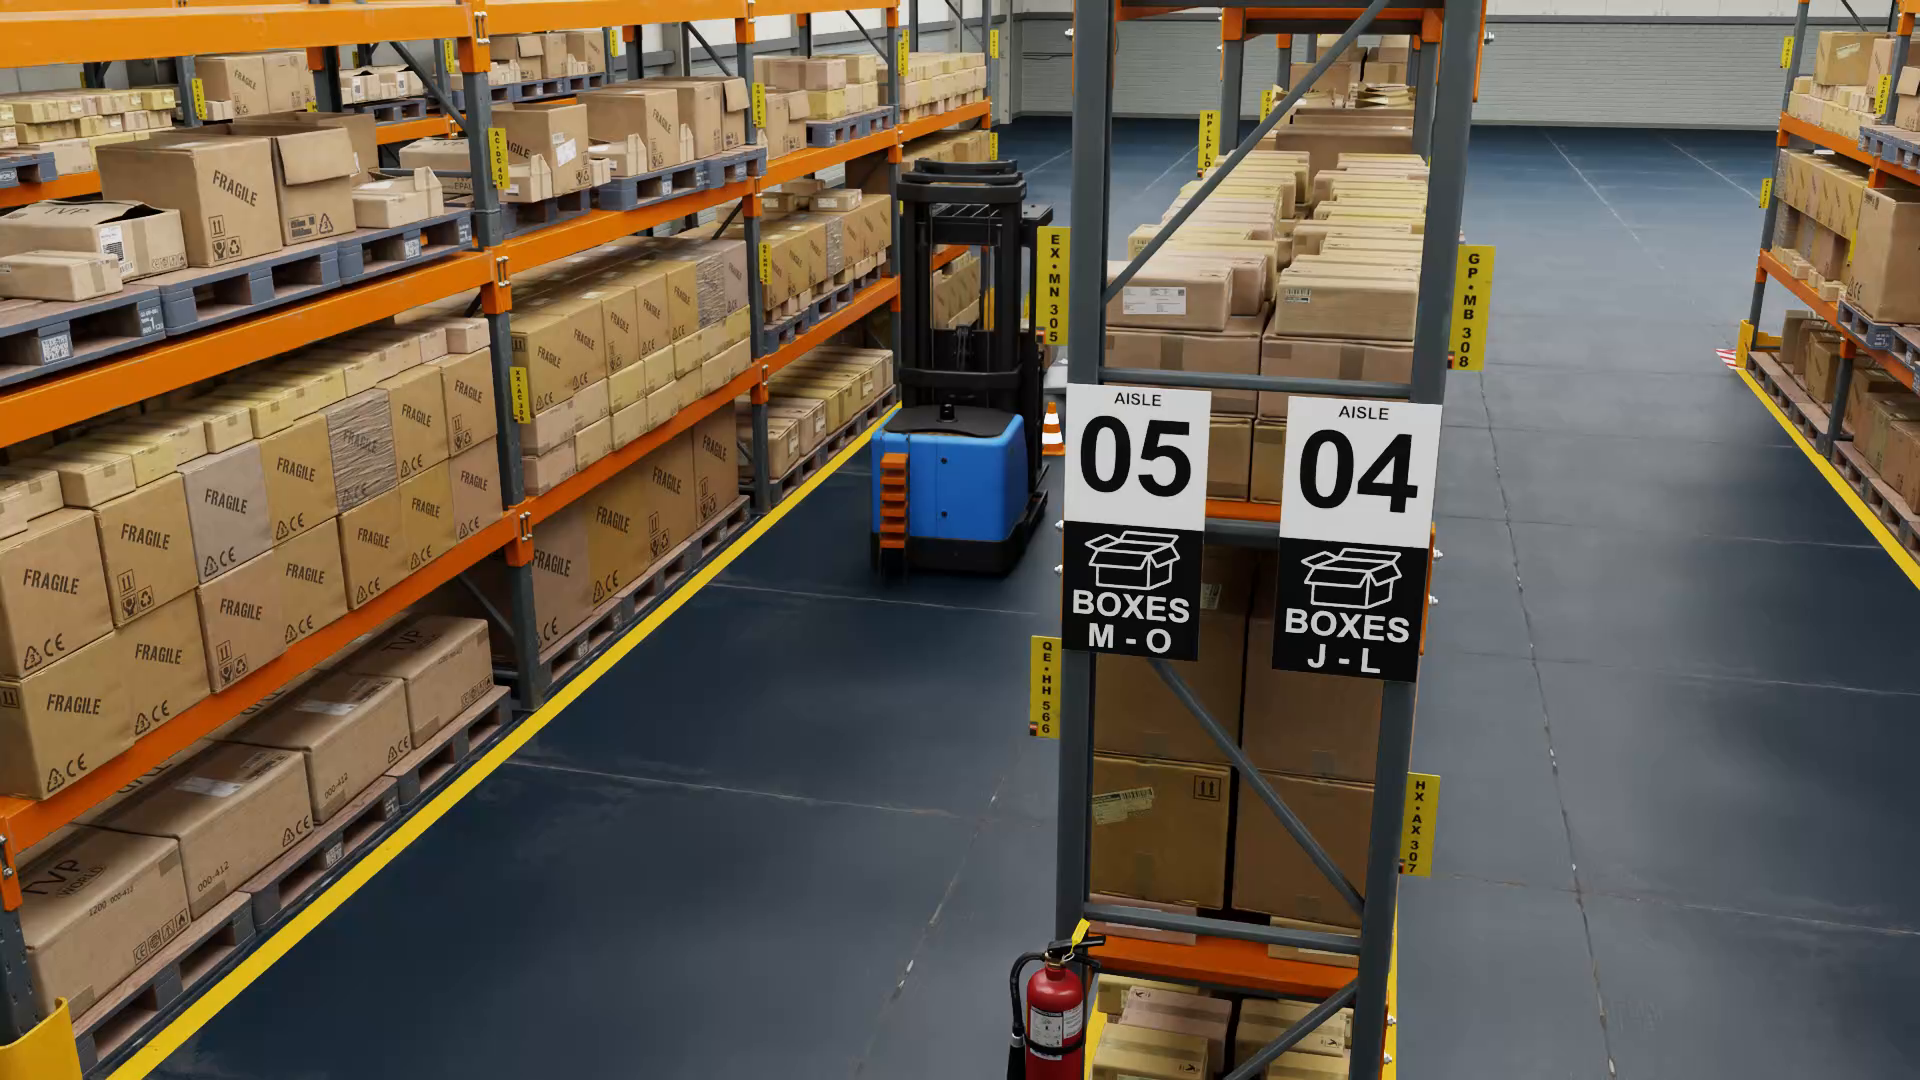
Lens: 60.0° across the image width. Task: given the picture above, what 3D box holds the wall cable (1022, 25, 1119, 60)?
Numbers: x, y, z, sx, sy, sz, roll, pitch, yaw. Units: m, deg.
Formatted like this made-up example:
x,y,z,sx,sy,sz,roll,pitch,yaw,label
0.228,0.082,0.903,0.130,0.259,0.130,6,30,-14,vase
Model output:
x,y,z,sx,sy,sz,roll,pitch,yaw,label
3.351,-16.020,50.971,3.097,2.526,0.112,5,19,13,wall cable

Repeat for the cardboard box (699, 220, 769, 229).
x,y,z,sx,sy,sz,roll,pitch,yaw,label
-1.997,-2.549,14.746,0.500,0.500,0.500,3,19,10,cardboard box

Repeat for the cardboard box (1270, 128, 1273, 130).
x,y,z,sx,sy,sz,roll,pitch,yaw,label
2.235,-2.469,10.981,0.500,0.500,0.500,5,19,13,cardboard box

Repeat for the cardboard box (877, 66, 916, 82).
x,y,z,sx,sy,sz,roll,pitch,yaw,label
-0.671,-4.765,17.013,0.380,0.149,0.250,5,20,15,cardboard box

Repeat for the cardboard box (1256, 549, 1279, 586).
x,y,z,sx,sy,sz,roll,pitch,yaw,label
1.277,0.250,5.653,0.500,0.500,0.500,5,20,15,cardboard box

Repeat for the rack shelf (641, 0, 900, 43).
x,y,z,sx,sy,sz,roll,pitch,yaw,label
-1.588,-4.613,14.503,1.077,0.370,4.000,5,19,13,rack shelf

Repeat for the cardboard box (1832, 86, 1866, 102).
x,y,z,sx,sy,sz,roll,pitch,yaw,label
8.829,-4.384,16.357,0.380,0.149,0.250,4,19,13,cardboard box

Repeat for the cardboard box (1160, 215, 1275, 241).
x,y,z,sx,sy,sz,roll,pitch,yaw,label
0.887,-1.028,5.756,0.380,0.149,0.250,4,19,12,cardboard box

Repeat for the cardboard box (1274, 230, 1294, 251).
x,y,z,sx,sy,sz,roll,pitch,yaw,label
1.045,-1.038,6.403,0.500,0.250,0.500,4,19,11,cardboard box

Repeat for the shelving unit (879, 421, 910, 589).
x,y,z,sx,sy,sz,roll,pitch,yaw,label
-0.473,-0.250,12.058,0.189,1.200,0.258,3,19,4,shelving unit

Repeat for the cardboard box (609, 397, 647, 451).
x,y,z,sx,sy,sz,roll,pitch,yaw,label
-2.425,-0.791,11.095,0.500,0.250,0.500,4,19,13,cardboard box

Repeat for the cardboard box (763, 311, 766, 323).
x,y,z,sx,sy,sz,roll,pitch,yaw,label
-1.817,-1.844,13.685,0.380,0.149,0.250,4,19,10,cardboard box

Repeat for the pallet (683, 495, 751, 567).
x,y,z,sx,sy,sz,roll,pitch,yaw,label
-2.343,-0.116,13.201,1.003,0.211,1.213,5,19,13,pallet

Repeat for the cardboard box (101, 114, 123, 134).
x,y,z,sx,sy,sz,roll,pitch,yaw,label
-6.915,-3.315,13.226,0.380,0.149,0.250,5,20,15,cardboard box

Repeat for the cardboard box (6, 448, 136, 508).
x,y,z,sx,sy,sz,roll,pitch,yaw,label
-3.507,-0.247,6.564,0.380,0.149,0.250,5,20,15,cardboard box

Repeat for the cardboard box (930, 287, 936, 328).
x,y,z,sx,sy,sz,roll,pitch,yaw,label
-0.574,-2.515,18.356,0.500,0.500,0.500,5,20,16,cardboard box

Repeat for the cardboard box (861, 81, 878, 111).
x,y,z,sx,sy,sz,roll,pitch,yaw,label
-1.102,-4.283,16.029,0.500,0.250,0.500,4,19,12,cardboard box

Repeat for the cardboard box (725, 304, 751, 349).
x,y,z,sx,sy,sz,roll,pitch,yaw,label
-1.949,-1.671,12.897,0.500,0.250,0.500,5,19,13,cardboard box

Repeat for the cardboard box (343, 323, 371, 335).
x,y,z,sx,sy,sz,roll,pitch,yaw,label
-3.430,-1.091,9.035,0.380,0.149,0.250,5,19,14,cardboard box

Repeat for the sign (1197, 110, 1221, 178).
x,y,z,sx,sy,sz,roll,pitch,yaw,label
1.232,-1.957,8.227,0.100,0.325,0.005,5,19,13,sign

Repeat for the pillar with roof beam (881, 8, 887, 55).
x,y,z,sx,sy,sz,roll,pitch,yaw,label
2.592,-12.569,36.064,9.100,9.000,0.400,5,19,13,pillar with roof beam

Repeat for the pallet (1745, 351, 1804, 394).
x,y,z,sx,sy,sz,roll,pitch,yaw,label
9.236,-1.807,18.150,1.003,0.211,1.213,5,19,13,pallet

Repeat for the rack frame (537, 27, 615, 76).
x,y,z,sx,sy,sz,roll,pitch,yaw,label
-4.936,-7.414,20.972,1.000,3.000,0.127,5,19,13,rack frame

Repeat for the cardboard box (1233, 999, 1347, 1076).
x,y,z,sx,sy,sz,roll,pitch,yaw,label
1.201,1.825,6.044,0.380,0.149,0.250,5,19,14,cardboard box

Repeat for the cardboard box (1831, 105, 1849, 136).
x,y,z,sx,sy,sz,roll,pitch,yaw,label
8.625,-3.983,15.800,0.500,0.250,0.500,5,19,13,cardboard box

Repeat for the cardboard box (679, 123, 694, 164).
x,y,z,sx,sy,sz,roll,pitch,yaw,label
-2.074,-2.772,11.581,0.396,0.266,0.258,4,19,12,cardboard box

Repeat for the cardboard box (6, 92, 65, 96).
x,y,z,sx,sy,sz,roll,pitch,yaw,label
-7.398,-3.498,13.302,0.380,0.149,0.250,5,19,13,cardboard box

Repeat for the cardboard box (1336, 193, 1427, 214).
x,y,z,sx,sy,sz,roll,pitch,yaw,label
1.626,-1.230,6.348,0.380,0.149,0.250,4,19,12,cardboard box

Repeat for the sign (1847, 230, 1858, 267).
x,y,z,sx,sy,sz,roll,pitch,yaw,label
7.982,-2.598,14.814,0.100,0.325,0.005,5,19,13,sign

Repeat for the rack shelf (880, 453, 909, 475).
x,y,z,sx,sy,sz,roll,pitch,yaw,label
-0.468,-0.548,11.955,0.180,0.103,0.258,3,19,4,rack shelf

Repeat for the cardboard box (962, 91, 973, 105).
x,y,z,sx,sy,sz,roll,pitch,yaw,label
-0.065,-5.190,19.490,0.380,0.149,0.250,5,20,15,cardboard box

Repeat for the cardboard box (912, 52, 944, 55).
x,y,z,sx,sy,sz,roll,pitch,yaw,label
-0.407,-5.767,19.946,0.380,0.149,0.250,5,19,13,cardboard box

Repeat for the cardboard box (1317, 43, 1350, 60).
x,y,z,sx,sy,sz,roll,pitch,yaw,label
3.567,-4.715,16.060,0.380,0.149,0.250,5,19,13,cardboard box

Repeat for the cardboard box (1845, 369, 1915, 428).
x,y,z,sx,sy,sz,roll,pitch,yaw,label
8.647,-1.286,15.530,0.500,0.500,0.500,4,19,12,cardboard box

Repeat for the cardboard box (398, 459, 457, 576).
x,y,z,sx,sy,sz,roll,pitch,yaw,label
-3.040,-0.143,8.812,0.500,0.500,0.500,4,19,12,cardboard box

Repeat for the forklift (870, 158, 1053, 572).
x,y,z,sx,sy,sz,roll,pitch,yaw,label
0.125,-1.587,13.298,1.130,2.935,3.031,4,19,11,forklift

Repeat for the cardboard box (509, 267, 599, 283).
x,y,z,sx,sy,sz,roll,pitch,yaw,label
-2.814,-1.587,11.492,0.500,0.500,0.500,5,19,14,cardboard box

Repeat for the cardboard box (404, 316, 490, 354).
x,y,z,sx,sy,sz,roll,pitch,yaw,label
-2.821,-1.129,9.147,0.380,0.149,0.250,4,19,12,cardboard box

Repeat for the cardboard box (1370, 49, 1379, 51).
x,y,z,sx,sy,sz,roll,pitch,yaw,label
4.731,-5.228,18.181,0.500,0.250,0.500,5,19,13,cardboard box

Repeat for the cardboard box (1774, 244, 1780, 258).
x,y,z,sx,sy,sz,roll,pitch,yaw,label
9.107,-3.136,18.116,0.380,0.149,0.250,5,19,13,cardboard box

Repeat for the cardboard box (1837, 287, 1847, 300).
x,y,z,sx,sy,sz,roll,pitch,yaw,label
8.467,-2.271,15.585,0.380,0.149,0.250,5,19,13,cardboard box

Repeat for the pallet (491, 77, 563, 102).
x,y,z,sx,sy,sz,roll,pitch,yaw,label
-5.430,-5.350,19.706,1.003,0.211,1.213,5,19,13,pallet

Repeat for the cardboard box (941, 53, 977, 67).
x,y,z,sx,sy,sz,roll,pitch,yaw,label
-0.019,-5.655,19.618,0.380,0.149,0.250,5,19,14,cardboard box

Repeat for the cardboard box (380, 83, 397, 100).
x,y,z,sx,sy,sz,roll,pitch,yaw,label
-5.888,-4.500,16.664,0.380,0.149,0.250,5,19,13,cardboard box

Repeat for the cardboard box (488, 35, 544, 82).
x,y,z,sx,sy,sz,roll,pitch,yaw,label
-5.335,-5.638,19.449,0.797,0.503,0.637,5,20,15,cardboard box

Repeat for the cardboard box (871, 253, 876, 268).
x,y,z,sx,sy,sz,roll,pitch,yaw,label
-1.039,-2.746,16.326,0.380,0.149,0.250,4,19,12,cardboard box

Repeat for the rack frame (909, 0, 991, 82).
x,y,z,sx,sy,sz,roll,pitch,yaw,label
-0.122,-7.023,19.828,1.000,3.000,0.127,5,19,13,rack frame

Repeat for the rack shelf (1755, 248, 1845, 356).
x,y,z,sx,sy,sz,roll,pitch,yaw,label
8.999,-2.435,16.788,1.077,0.370,4.000,5,19,13,rack shelf

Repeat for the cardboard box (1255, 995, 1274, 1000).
x,y,z,sx,sy,sz,roll,pitch,yaw,label
1.409,1.875,6.817,0.380,0.149,0.250,5,19,14,cardboard box

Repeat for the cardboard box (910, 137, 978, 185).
x,y,z,sx,sy,sz,roll,pitch,yaw,label
-0.191,-4.342,19.098,0.700,0.500,0.500,4,19,13,cardboard box

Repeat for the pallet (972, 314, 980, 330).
x,y,z,sx,sy,sz,roll,pitch,yaw,label
-0.374,-2.589,20.442,1.003,0.211,1.213,5,19,13,pallet

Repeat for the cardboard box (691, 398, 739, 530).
x,y,z,sx,sy,sz,roll,pitch,yaw,label
-2.326,-0.660,13.118,0.875,0.875,0.875,4,19,13,cardboard box
